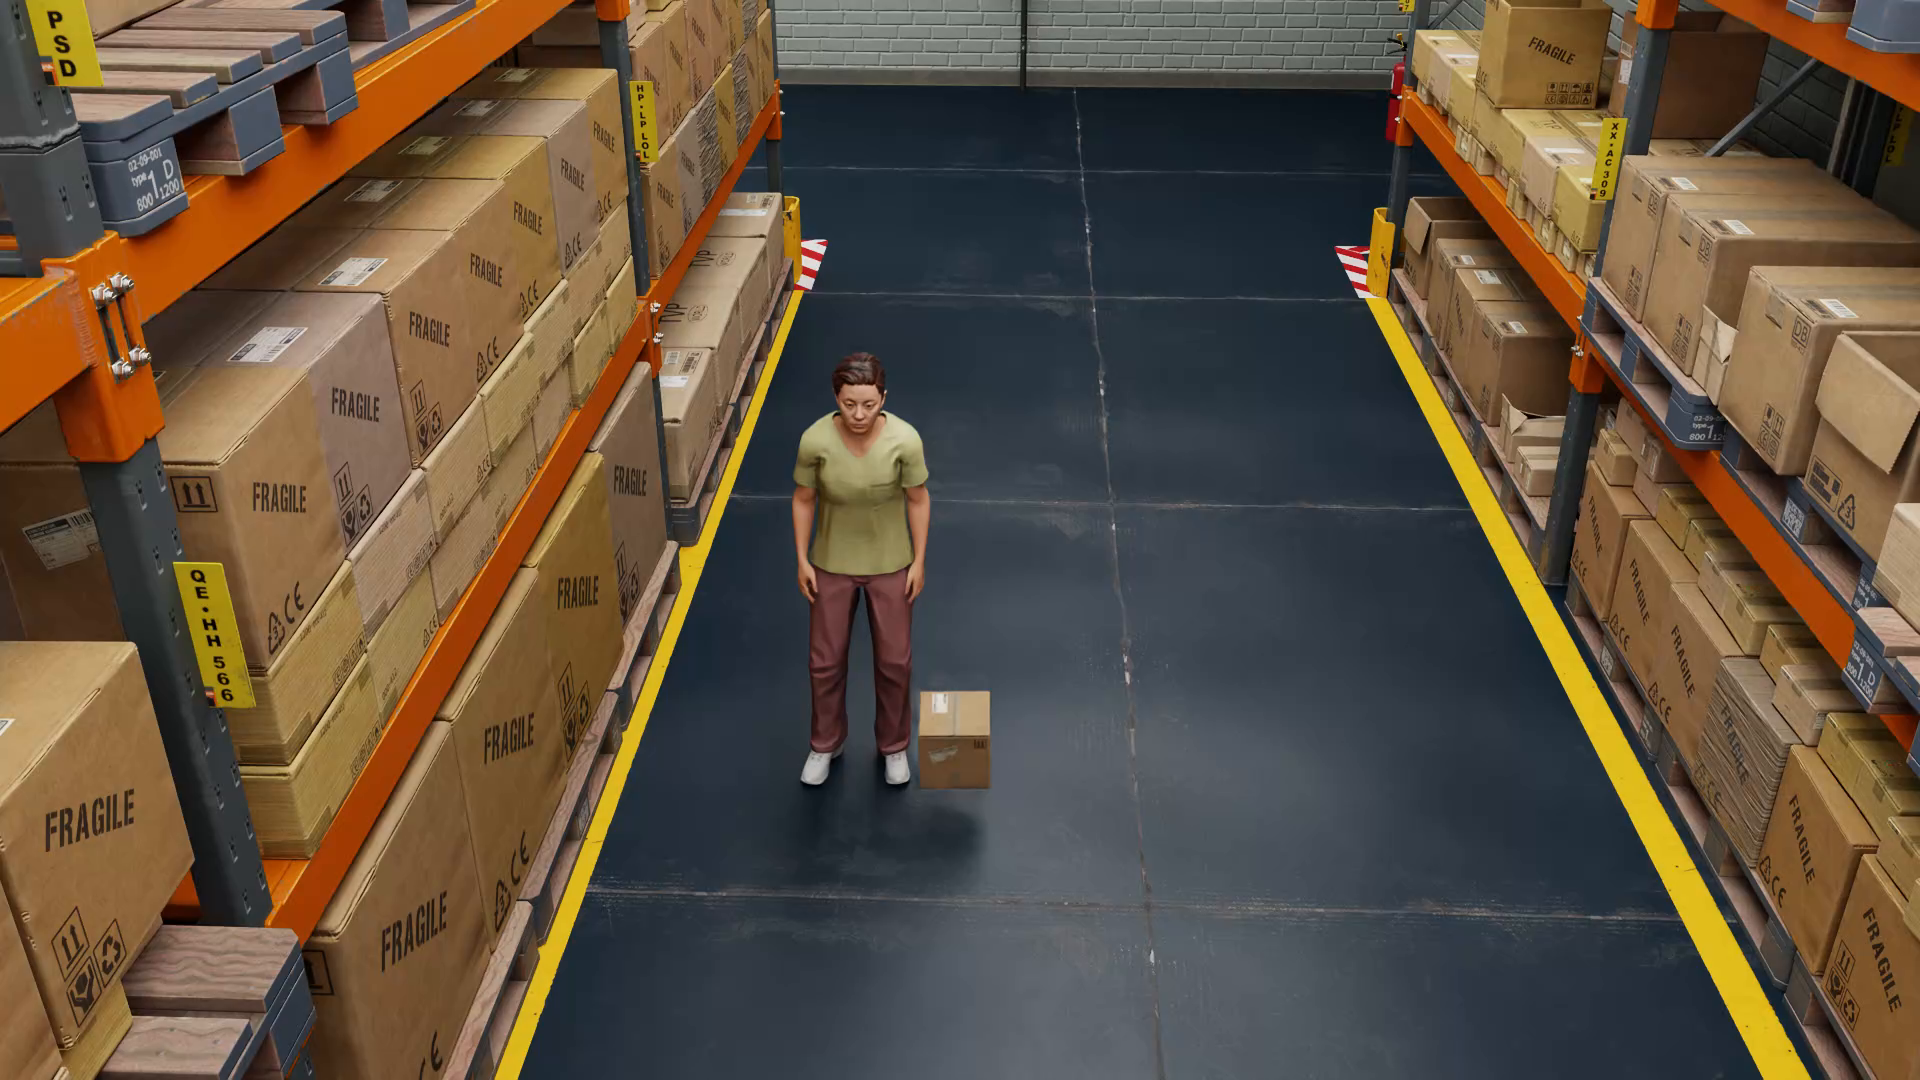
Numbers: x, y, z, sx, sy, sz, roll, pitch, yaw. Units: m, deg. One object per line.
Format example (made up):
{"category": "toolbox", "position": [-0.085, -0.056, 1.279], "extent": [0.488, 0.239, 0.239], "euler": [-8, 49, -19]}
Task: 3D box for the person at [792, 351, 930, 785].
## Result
{"category": "person", "position": [-0.349, 0.115, 5.927], "extent": [0.488, 1.653, 0.357], "euler": [0, 28, 0]}
